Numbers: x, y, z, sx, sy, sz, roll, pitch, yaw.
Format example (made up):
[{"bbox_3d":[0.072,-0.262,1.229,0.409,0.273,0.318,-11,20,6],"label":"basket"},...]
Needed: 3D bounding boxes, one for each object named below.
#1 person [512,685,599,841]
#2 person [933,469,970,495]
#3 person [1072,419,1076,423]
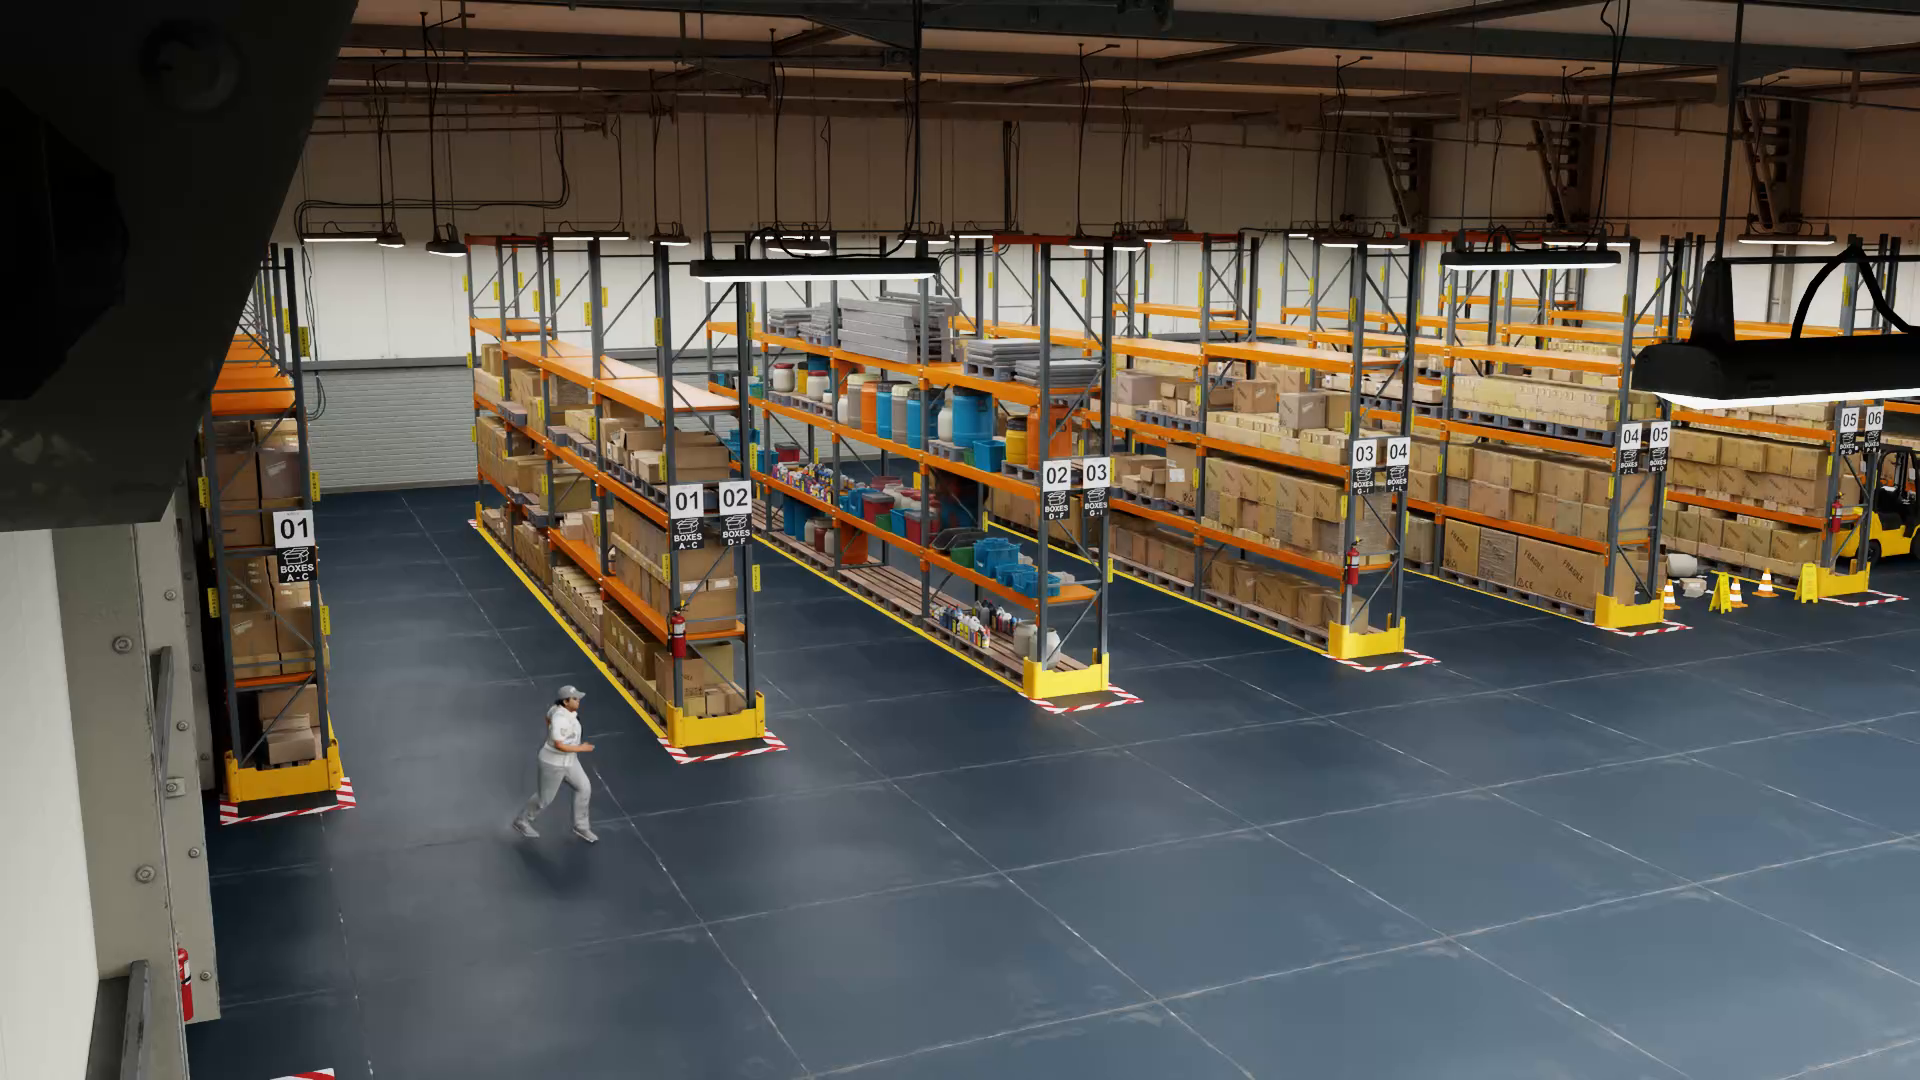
[{"bbox_3d":[-4.165,2.308,17.007,0.890,1.696,0.617,1,11,3],"label":"person"},{"bbox_3d":[-0.130,-0.954,33.625,0.660,1.675,0.782,-4,12,-18],"label":"person"},{"bbox_3d":[2.509,-2.408,41.067,0.793,1.772,0.732,2,11,11],"label":"person"}]
